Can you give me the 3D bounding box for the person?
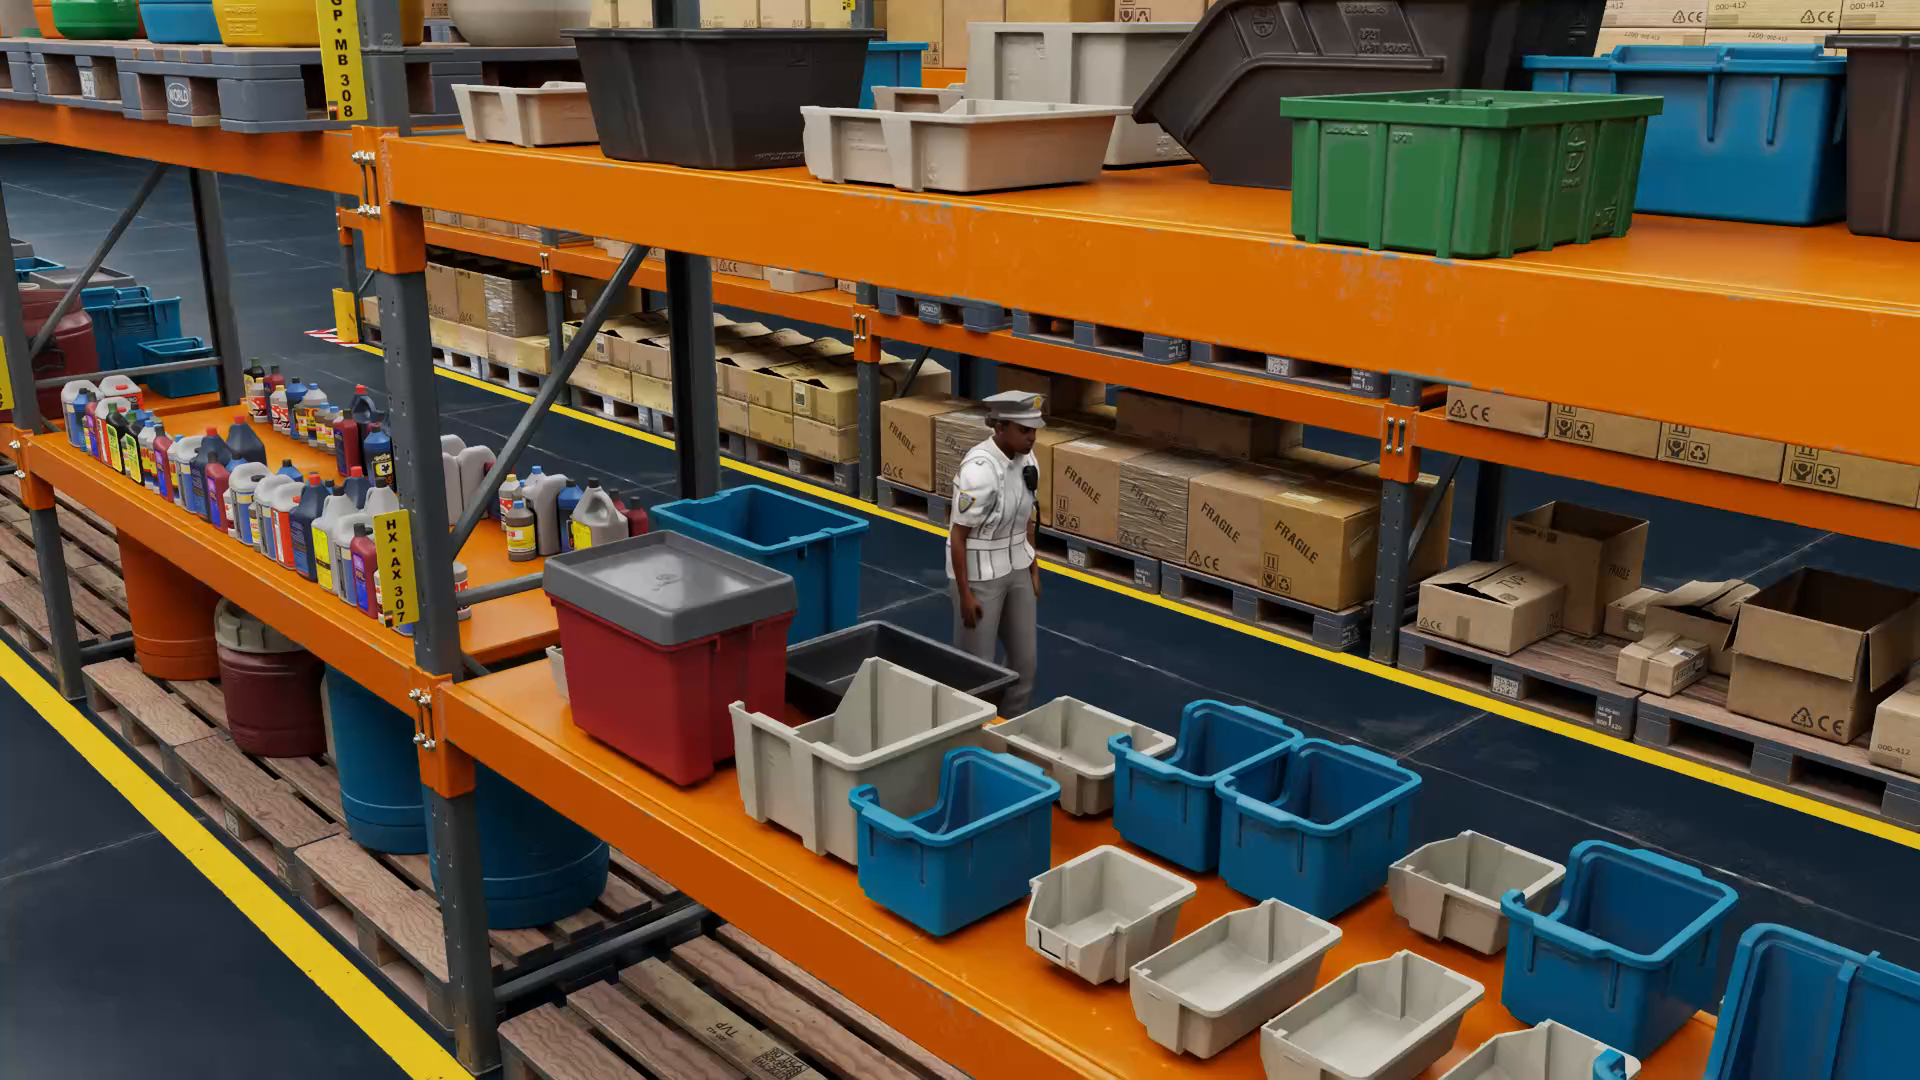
[{"bbox_3d":[0.161,0.187,6.951,0.428,1.660,0.530,16,23,41],"label":"person"}]
